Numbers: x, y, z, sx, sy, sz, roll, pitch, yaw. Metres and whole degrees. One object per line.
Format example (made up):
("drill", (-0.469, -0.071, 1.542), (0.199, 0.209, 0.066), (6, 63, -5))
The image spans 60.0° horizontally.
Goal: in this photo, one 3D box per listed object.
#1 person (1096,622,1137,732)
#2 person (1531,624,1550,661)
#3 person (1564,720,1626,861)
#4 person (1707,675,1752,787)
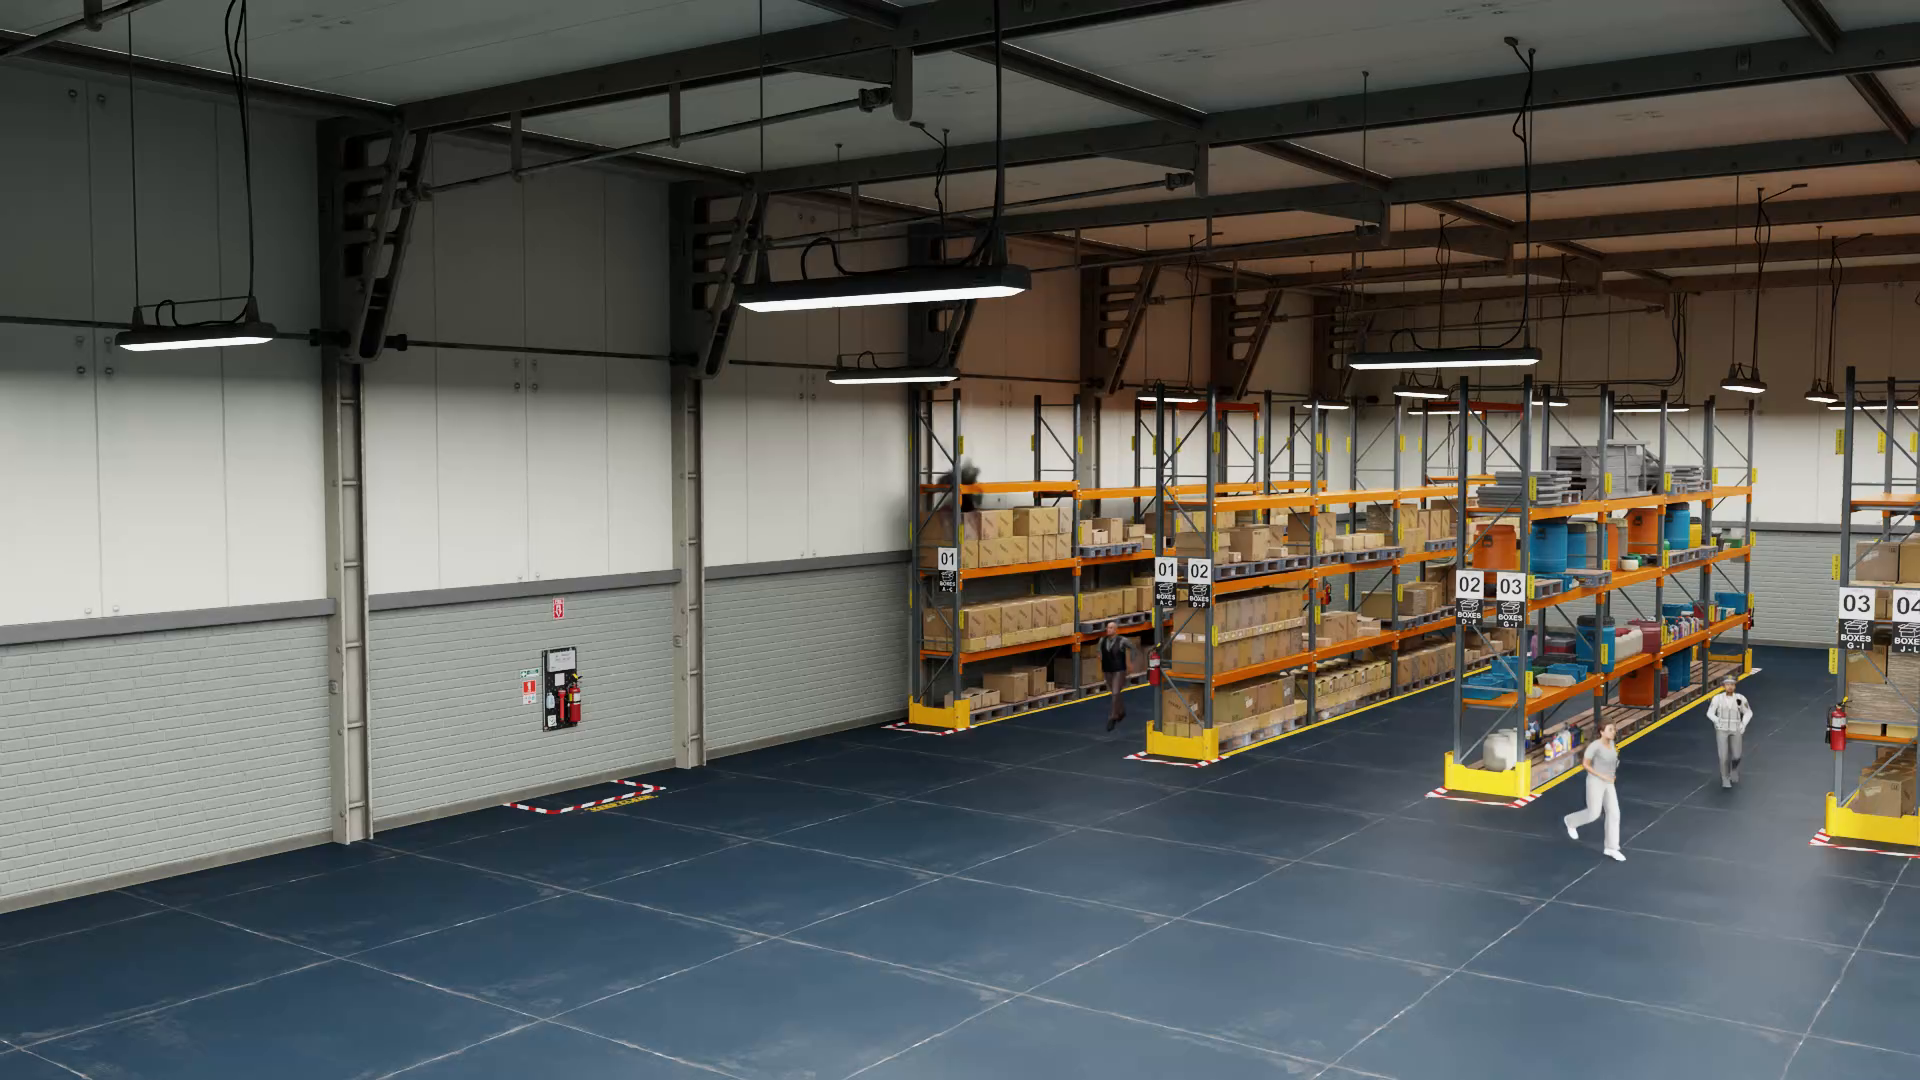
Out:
("person", (2.608, 2.279, 28.085), (0.673, 1.805, 0.801), (3, 4, 38))
("person", (11.071, 2.421, 31.709), (0.507, 1.620, 0.704), (3, 4, 42))
("person", (7.822, 3.016, 20.384), (0.588, 1.661, 0.959), (-2, 4, -29))
("person", (11.231, 2.789, 24.269), (0.609, 1.651, 0.539), (1, 4, 23))
